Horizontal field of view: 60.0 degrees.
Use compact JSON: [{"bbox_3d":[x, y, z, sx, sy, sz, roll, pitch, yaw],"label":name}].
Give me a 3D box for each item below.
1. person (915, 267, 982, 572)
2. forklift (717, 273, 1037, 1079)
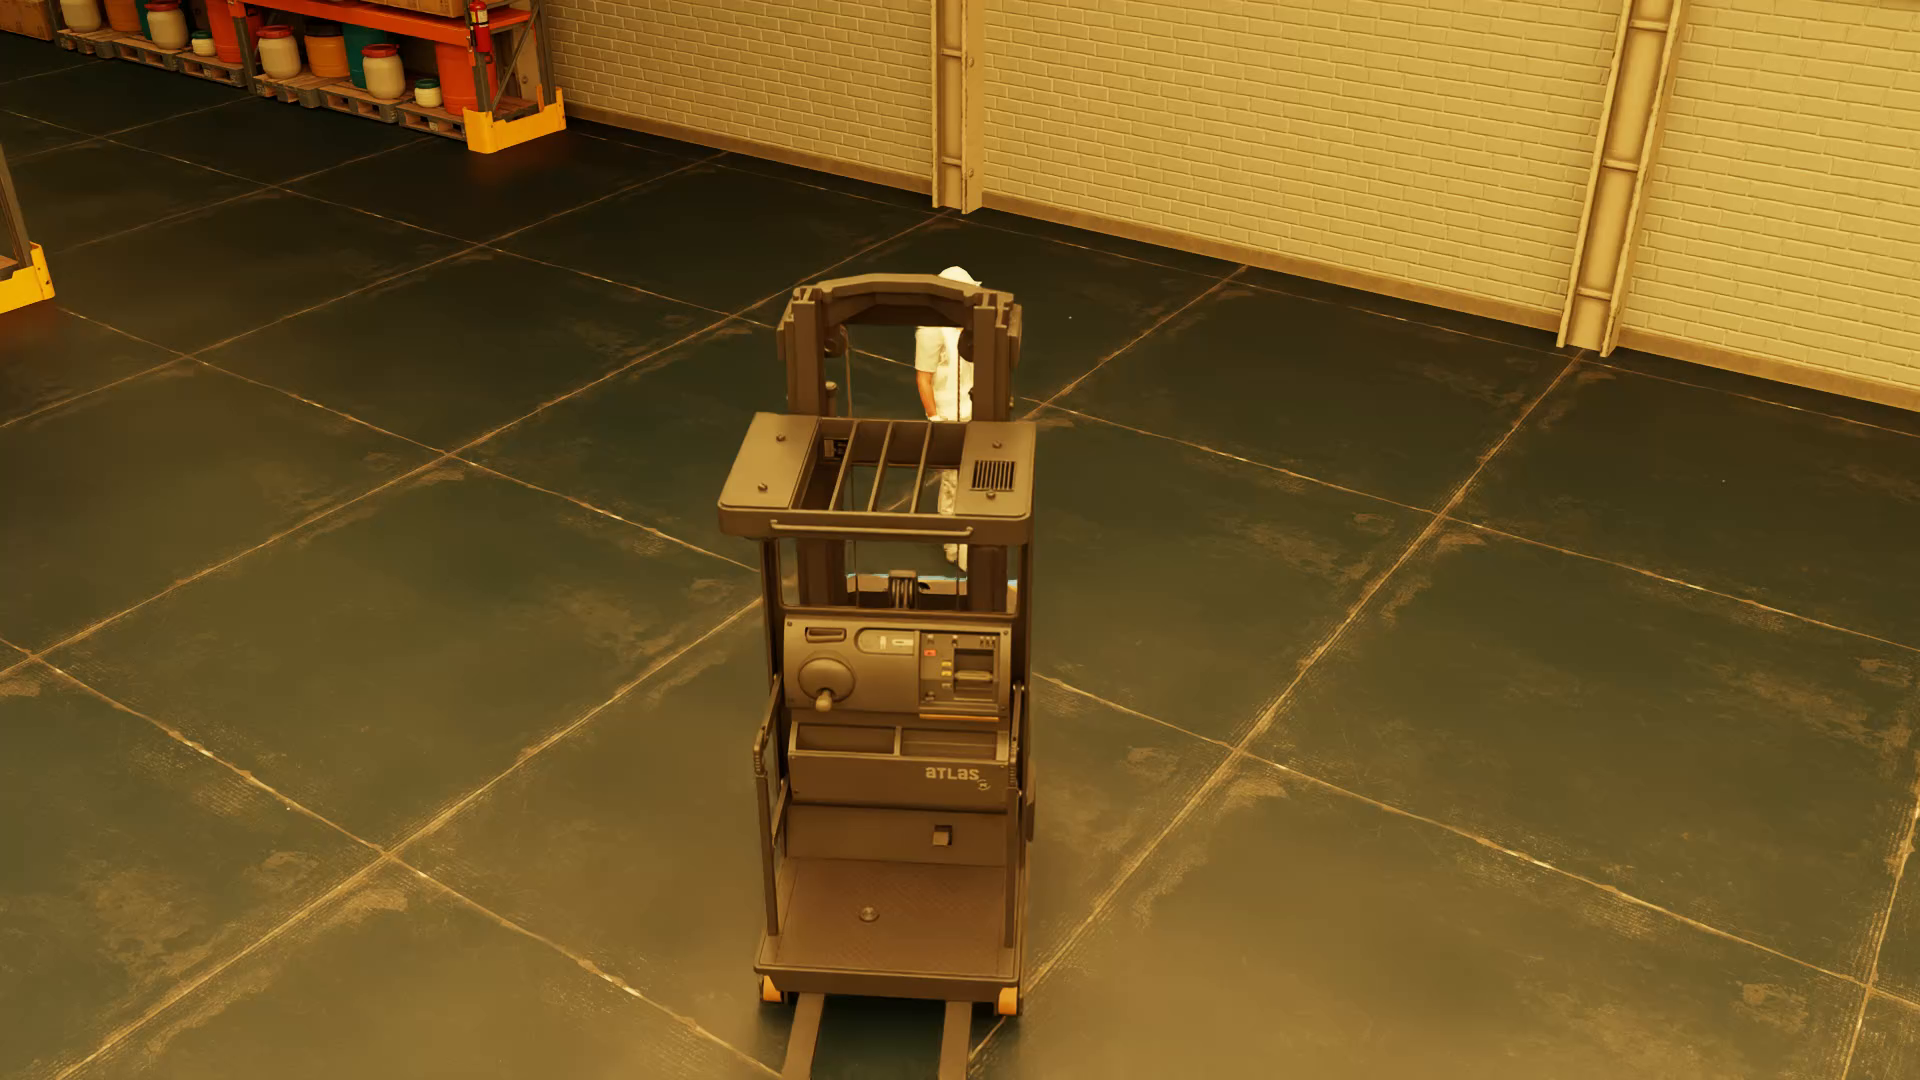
[{"bbox_3d":[0.056,-0.753,10.008,0.575,1.784,0.656,19,35,29],"label":"person"},{"bbox_3d":[-0.270,0.568,6.604,1.130,2.935,3.031,2,30,4],"label":"forklift"}]
